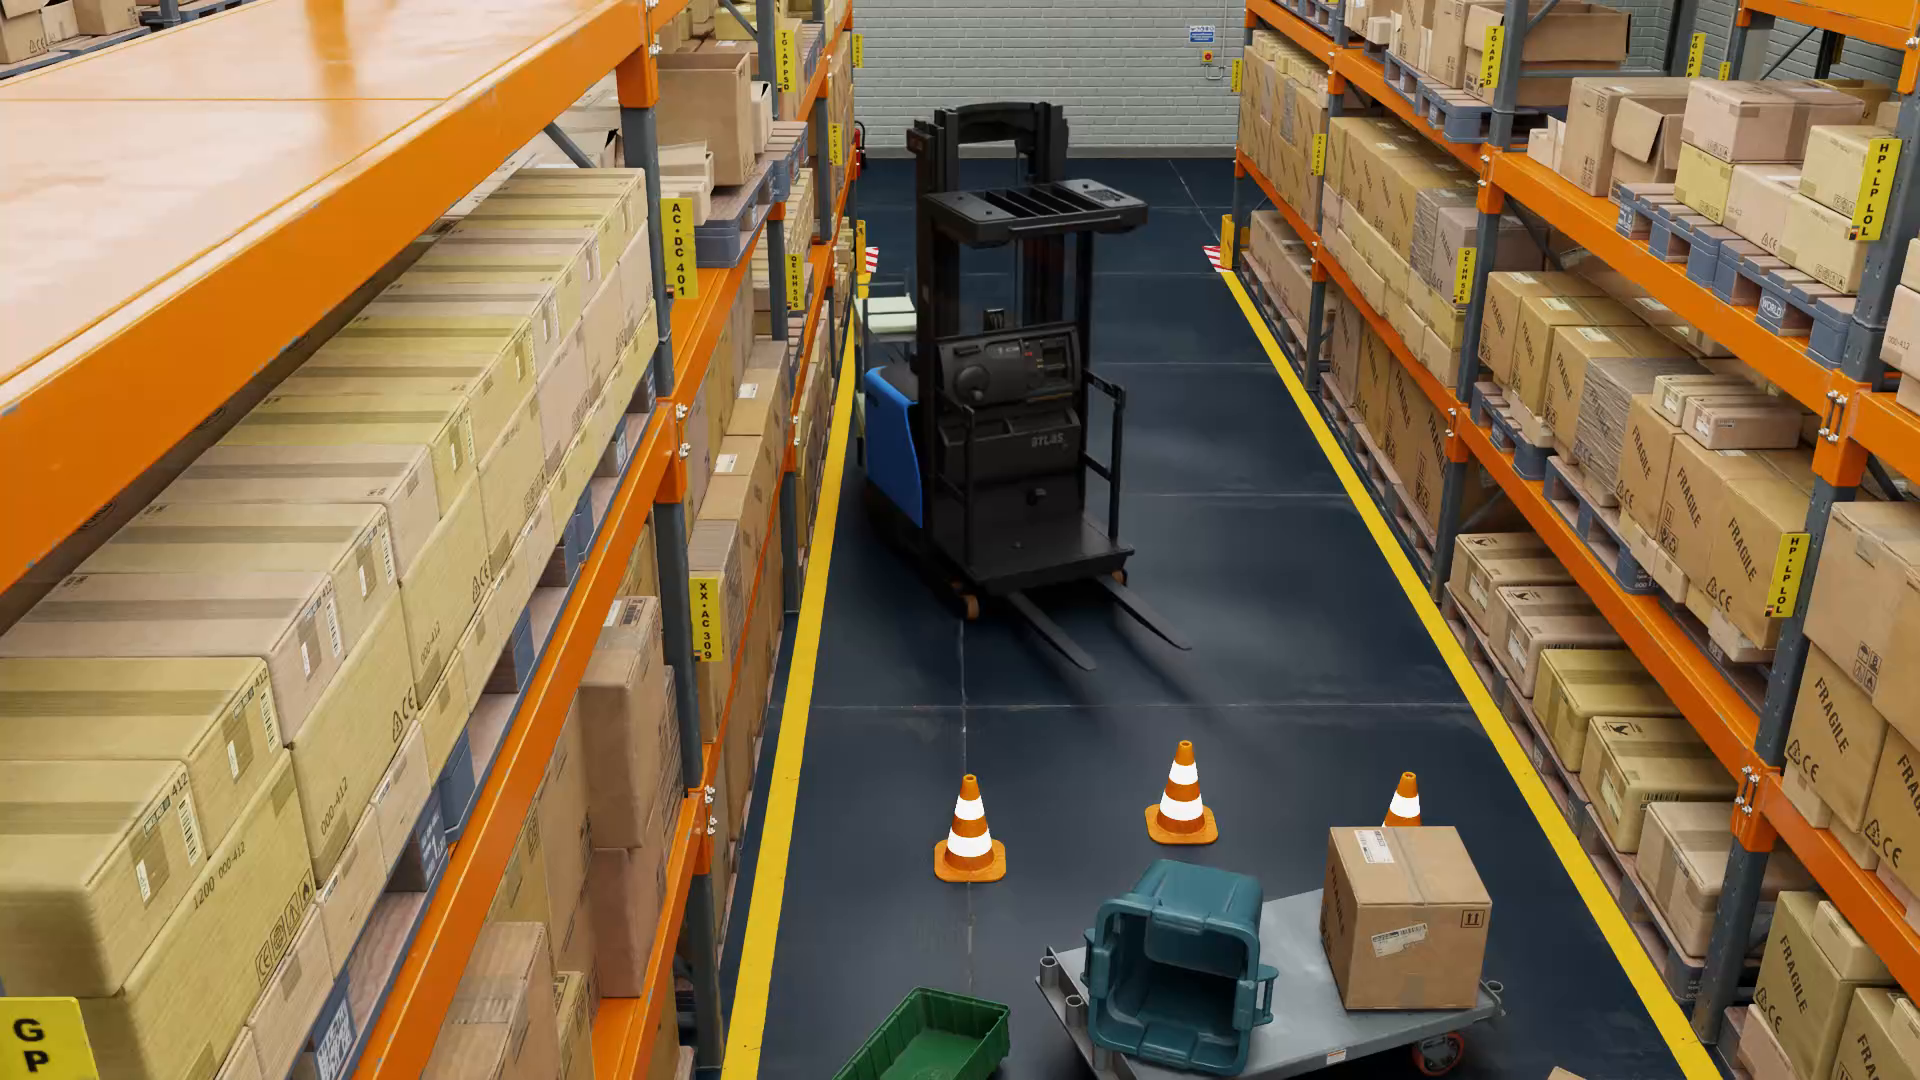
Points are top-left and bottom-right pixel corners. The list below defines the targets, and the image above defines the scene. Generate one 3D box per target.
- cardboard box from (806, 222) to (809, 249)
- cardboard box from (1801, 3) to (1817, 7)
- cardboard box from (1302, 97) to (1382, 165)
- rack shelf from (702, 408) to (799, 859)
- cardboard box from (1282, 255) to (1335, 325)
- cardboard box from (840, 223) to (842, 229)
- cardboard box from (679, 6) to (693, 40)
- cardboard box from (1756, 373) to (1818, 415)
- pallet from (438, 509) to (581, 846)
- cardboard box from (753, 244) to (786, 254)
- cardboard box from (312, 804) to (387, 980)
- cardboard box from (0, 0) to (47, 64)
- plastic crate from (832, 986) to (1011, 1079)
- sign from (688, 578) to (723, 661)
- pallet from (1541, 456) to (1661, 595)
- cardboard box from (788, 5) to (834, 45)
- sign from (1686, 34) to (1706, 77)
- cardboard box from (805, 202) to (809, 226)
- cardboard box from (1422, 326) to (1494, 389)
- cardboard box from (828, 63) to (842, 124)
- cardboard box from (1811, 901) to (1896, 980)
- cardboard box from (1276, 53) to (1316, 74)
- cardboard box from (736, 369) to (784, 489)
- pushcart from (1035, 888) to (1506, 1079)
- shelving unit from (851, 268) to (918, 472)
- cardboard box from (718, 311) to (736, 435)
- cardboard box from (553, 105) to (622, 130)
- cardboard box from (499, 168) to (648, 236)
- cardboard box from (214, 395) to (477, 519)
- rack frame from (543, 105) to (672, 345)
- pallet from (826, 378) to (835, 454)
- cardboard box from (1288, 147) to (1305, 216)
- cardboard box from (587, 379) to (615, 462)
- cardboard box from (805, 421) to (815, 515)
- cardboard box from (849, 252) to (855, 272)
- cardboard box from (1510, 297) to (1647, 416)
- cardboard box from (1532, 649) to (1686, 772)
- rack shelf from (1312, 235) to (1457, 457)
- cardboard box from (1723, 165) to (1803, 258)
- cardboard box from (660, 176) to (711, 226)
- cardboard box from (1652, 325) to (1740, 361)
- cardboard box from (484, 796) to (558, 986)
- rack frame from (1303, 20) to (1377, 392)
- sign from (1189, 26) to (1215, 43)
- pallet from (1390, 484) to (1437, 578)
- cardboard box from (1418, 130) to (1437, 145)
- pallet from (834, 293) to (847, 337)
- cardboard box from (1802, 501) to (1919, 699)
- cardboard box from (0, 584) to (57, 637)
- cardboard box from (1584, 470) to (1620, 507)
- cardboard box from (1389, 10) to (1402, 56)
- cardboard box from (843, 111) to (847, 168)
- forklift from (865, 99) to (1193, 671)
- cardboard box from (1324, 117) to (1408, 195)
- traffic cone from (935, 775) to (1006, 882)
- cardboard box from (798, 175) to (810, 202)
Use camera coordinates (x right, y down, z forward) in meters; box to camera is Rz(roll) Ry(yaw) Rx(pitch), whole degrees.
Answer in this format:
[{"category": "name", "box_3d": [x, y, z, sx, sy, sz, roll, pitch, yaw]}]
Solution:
[{"category": "cardboard box", "box_3d": [-1.329, -2.285, 12.458, 0.380, 0.149, 0.250, 0, 24, -1]}, {"category": "cardboard box", "box_3d": [8.029, -5.012, 15.357, 0.380, 0.149, 0.250, 0, 24, -1]}, {"category": "cardboard box", "box_3d": [3.132, -3.339, 13.658, 0.500, 0.500, 0.500, 0, 24, -1]}, {"category": "rack shelf", "box_3d": [-1.470, 0.219, 7.998, 1.077, 0.370, 4.000, 0, 24, -1]}, {"category": "cardboard box", "box_3d": [3.504, -2.297, 15.288, 0.875, 0.438, 0.875, -1, 24, -2]}, {"category": "cardboard box", "box_3d": [-1.374, -3.072, 16.630, 0.380, 0.149, 0.250, 0, 24, 0]}, {"category": "cardboard box", "box_3d": [-1.776, -3.071, 9.709, 0.396, 0.266, 0.258, 0, 24, -1]}, {"category": "cardboard box", "box_3d": [3.734, -0.659, 7.288, 0.380, 0.149, 0.250, 1, 24, 2]}, {"category": "pallet", "box_3d": [-1.439, 0.228, 3.574, 1.003, 0.211, 1.213, 0, 24, -1]}, {"category": "cardboard box", "box_3d": [-1.309, -1.793, 10.648, 0.380, 0.149, 0.250, -1, 24, -3]}, {"category": "cardboard box", "box_3d": [-1.093, 0.524, 2.486, 0.380, 0.149, 0.250, 0, 24, 0]}, {"category": "cardboard box", "box_3d": [-6.496, -3.399, 10.850, 0.797, 0.503, 0.637, -1, 24, -1]}, {"category": "plastic crate", "box_3d": [-0.136, 2.036, 6.450, 0.450, 0.188, 0.662, 3, 22, 31]}, {"category": "sign", "box_3d": [-0.893, 0.282, 5.840, 0.100, 0.325, 0.005, 0, 24, -1]}, {"category": "pallet", "box_3d": [3.520, -0.094, 8.050, 1.003, 0.211, 1.213, 0, 24, -1]}, {"category": "cardboard box", "box_3d": [-1.276, -4.071, 13.154, 0.500, 0.250, 0.500, 1, 24, 2]}, {"category": "sign", "box_3d": [4.000, -2.600, 9.092, 0.100, 0.325, 0.005, 0, 24, -1]}, {"category": "cardboard box", "box_3d": [-1.330, -2.420, 12.394, 0.380, 0.149, 0.250, 1, 24, 2]}, {"category": "cardboard box", "box_3d": [3.192, -1.135, 10.303, 0.500, 0.250, 0.500, -1, 24, -2]}, {"category": "cardboard box", "box_3d": [-1.292, -3.826, 14.374, 0.500, 0.500, 0.500, 0, 24, 0]}, {"category": "cardboard box", "box_3d": [3.179, 1.372, 5.706, 0.380, 0.149, 0.250, 0, 24, 0]}, {"category": "cardboard box", "box_3d": [3.072, -4.303, 15.002, 0.380, 0.149, 0.250, -1, 24, -2]}, {"category": "cardboard box", "box_3d": [-1.214, -0.588, 8.790, 0.500, 0.500, 0.500, 0, 24, -1]}, {"category": "pushcart", "box_3d": [1.221, 1.877, 6.641, 1.648, 0.377, 0.936, -9, 26, -19]}, {"category": "shelving unit", "box_3d": [-0.514, -1.100, 11.862, 0.431, 1.500, 0.755, -4, 25, -8]}, {"category": "cardboard box", "box_3d": [-1.482, -0.829, 8.108, 0.700, 0.500, 0.500, -1, 24, -1]}, {"category": "cardboard box", "box_3d": [-1.692, -1.778, 7.379, 0.500, 0.311, 0.500, -1, 24, -1]}, {"category": "cardboard box", "box_3d": [-1.125, -0.988, 4.860, 0.380, 0.149, 0.250, 0, 24, -1]}, {"category": "cardboard box", "box_3d": [-1.102, -0.151, 3.011, 0.380, 0.149, 0.250, -1, 24, -1]}, {"category": "rack frame", "box_3d": [-1.448, -2.018, 4.792, 1.000, 3.000, 0.127, 0, 24, -1]}, {"category": "pallet", "box_3d": [-1.525, -0.990, 13.182, 1.003, 0.211, 1.213, 0, 24, -1]}, {"category": "cardboard box", "box_3d": [3.142, -3.092, 14.326, 0.500, 0.500, 0.500, -1, 24, -2]}, {"category": "cardboard box", "box_3d": [-1.114, -0.309, 4.328, 0.380, 0.149, 0.250, 0, 24, 0]}, {"category": "cardboard box", "box_3d": [-1.253, -0.485, 11.206, 0.500, 0.500, 0.500, 0, 24, 0]}, {"category": "cardboard box", "box_3d": [-1.260, -2.800, 16.751, 0.380, 0.149, 0.250, 0, 24, 1]}, {"category": "cardboard box", "box_3d": [3.243, -0.968, 8.758, 0.500, 0.500, 0.500, 1, 24, 2]}, {"category": "cardboard box", "box_3d": [3.472, 0.859, 8.390, 0.950, 0.372, 0.625, 1, 24, 1]}, {"category": "rack shelf", "box_3d": [3.435, -1.493, 11.784, 1.077, 0.370, 4.000, 0, 24, -1]}, {"category": "cardboard box", "box_3d": [3.349, -1.287, 6.487, 0.500, 0.250, 0.500, 0, 24, 0]}, {"category": "cardboard box", "box_3d": [-1.203, -1.352, 6.634, 0.380, 0.149, 0.250, 0, 24, -1]}, {"category": "cardboard box", "box_3d": [3.763, -0.762, 8.303, 0.500, 0.500, 0.500, -2, 24, -4]}, {"category": "cardboard box", "box_3d": [-1.474, 0.975, 3.962, 0.875, 0.550, 0.500, 0, 24, -1]}, {"category": "rack frame", "box_3d": [3.414, -2.645, 13.458, 1.000, 3.000, 0.127, 0, 24, -1]}, {"category": "sign", "box_3d": [3.236, -6.765, 22.239, 0.327, 0.218, 0.001, 0, 24, -1]}, {"category": "pallet", "box_3d": [3.524, -0.051, 11.107, 1.003, 0.211, 1.213, 0, 24, -1]}, {"category": "cardboard box", "box_3d": [3.682, -2.750, 12.355, 0.500, 0.500, 0.500, 0, 24, 0]}, {"category": "pallet", "box_3d": [-1.594, -2.091, 15.617, 1.003, 0.211, 1.213, 0, 24, -1]}, {"category": "cardboard box", "box_3d": [3.289, 0.197, 5.478, 0.700, 0.500, 0.500, -1, 24, -1]}, {"category": "cardboard box", "box_3d": [-1.694, 0.286, 2.527, 0.500, 0.250, 0.500, 0, 24, 0]}, {"category": "cardboard box", "box_3d": [3.244, -0.273, 8.008, 0.380, 0.149, 0.250, 1, 24, 1]}, {"category": "cardboard box", "box_3d": [3.083, -3.387, 11.113, 0.396, 0.266, 0.258, 2, 24, 4]}, {"category": "cardboard box", "box_3d": [-1.306, -3.600, 15.087, 0.500, 0.500, 0.500, 1, 24, 2]}, {"category": "forklift", "box_3d": [0.398, -1.041, 9.995, 1.130, 2.935, 3.031, -10, 26, -22]}, {"category": "cardboard box", "box_3d": [3.131, -2.963, 12.828, 0.500, 0.500, 0.500, 0, 24, 0]}, {"category": "traffic cone", "box_3d": [0.047, 1.312, 7.788, 0.336, 0.463, 0.334, 0, 24, -1]}, {"category": "cardboard box", "box_3d": [-1.332, -2.654, 12.551, 0.380, 0.149, 0.250, -1, 24, -2]}]
